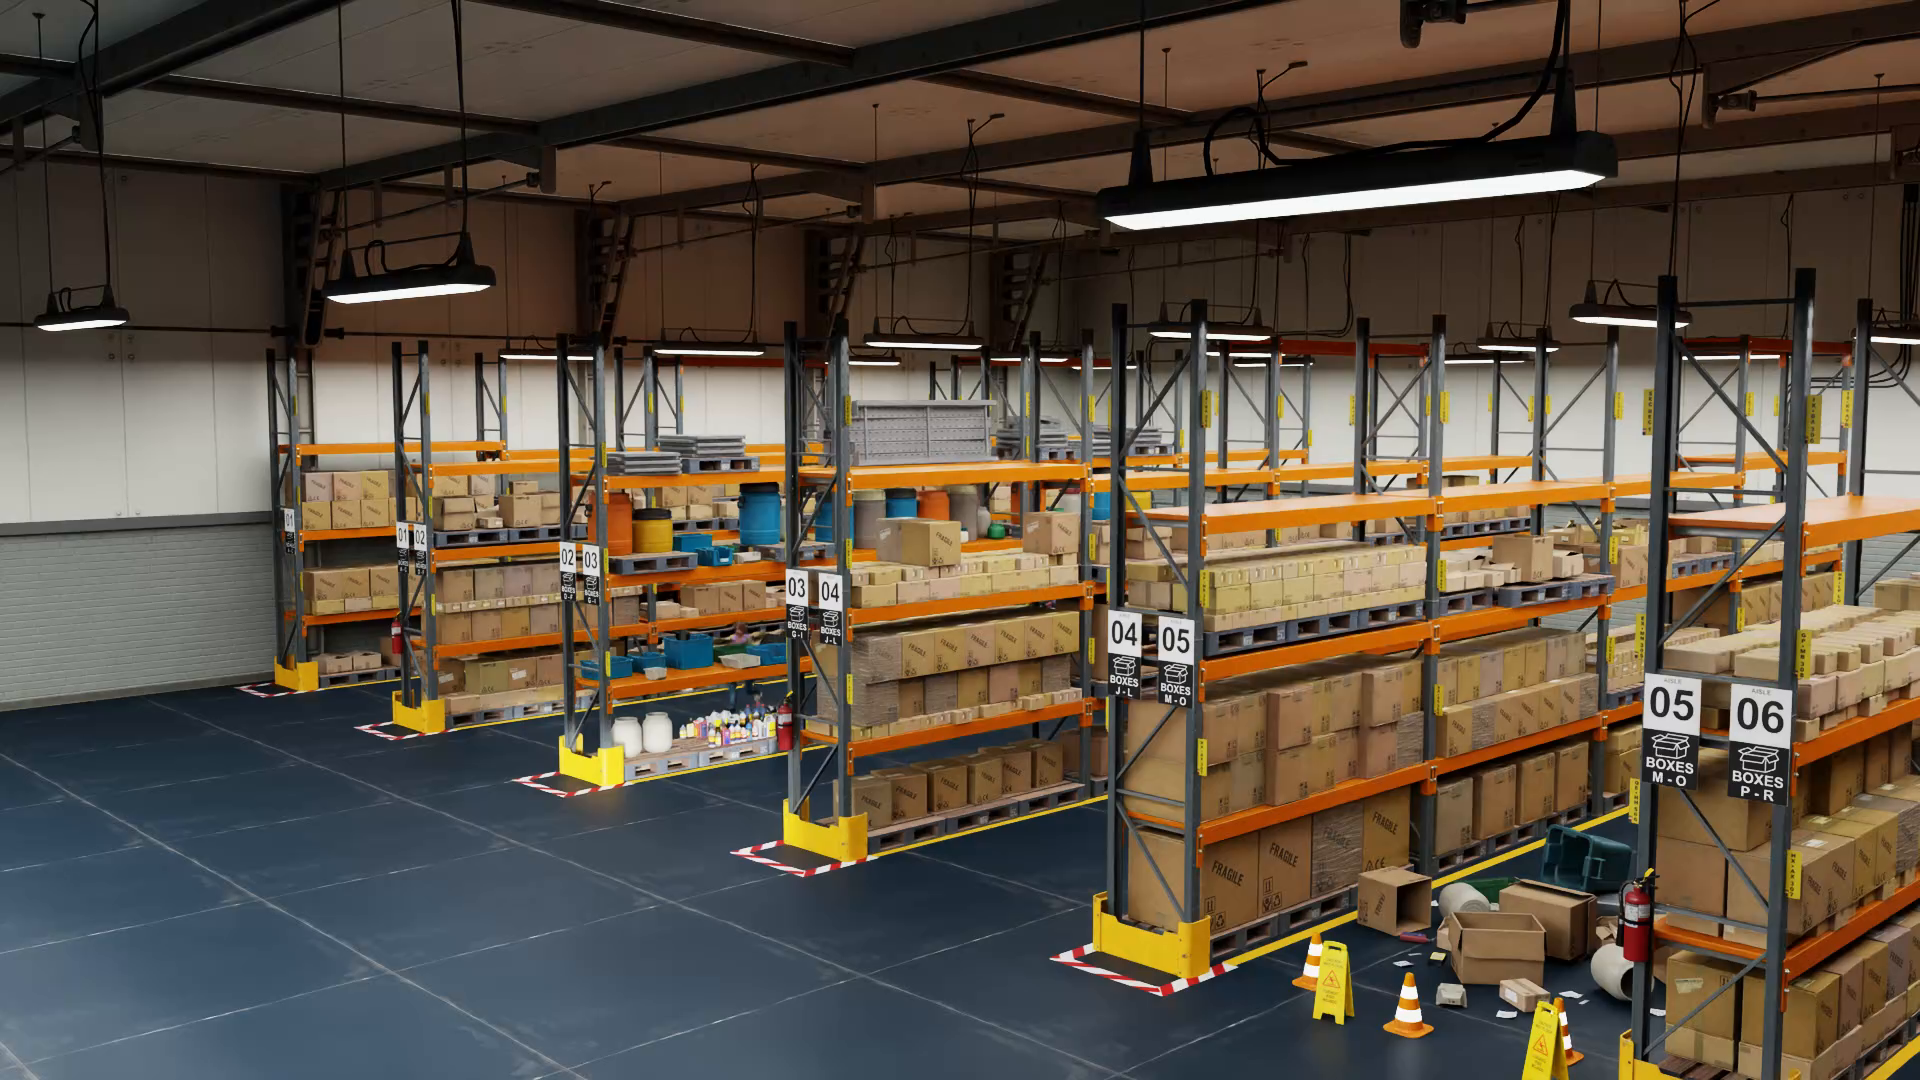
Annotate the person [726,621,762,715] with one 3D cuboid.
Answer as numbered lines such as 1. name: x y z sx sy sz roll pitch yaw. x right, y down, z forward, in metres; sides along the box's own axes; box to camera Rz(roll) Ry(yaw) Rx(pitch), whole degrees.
1. person: -3.488 2.077 26.740 0.454 1.533 0.840 3 6 29
